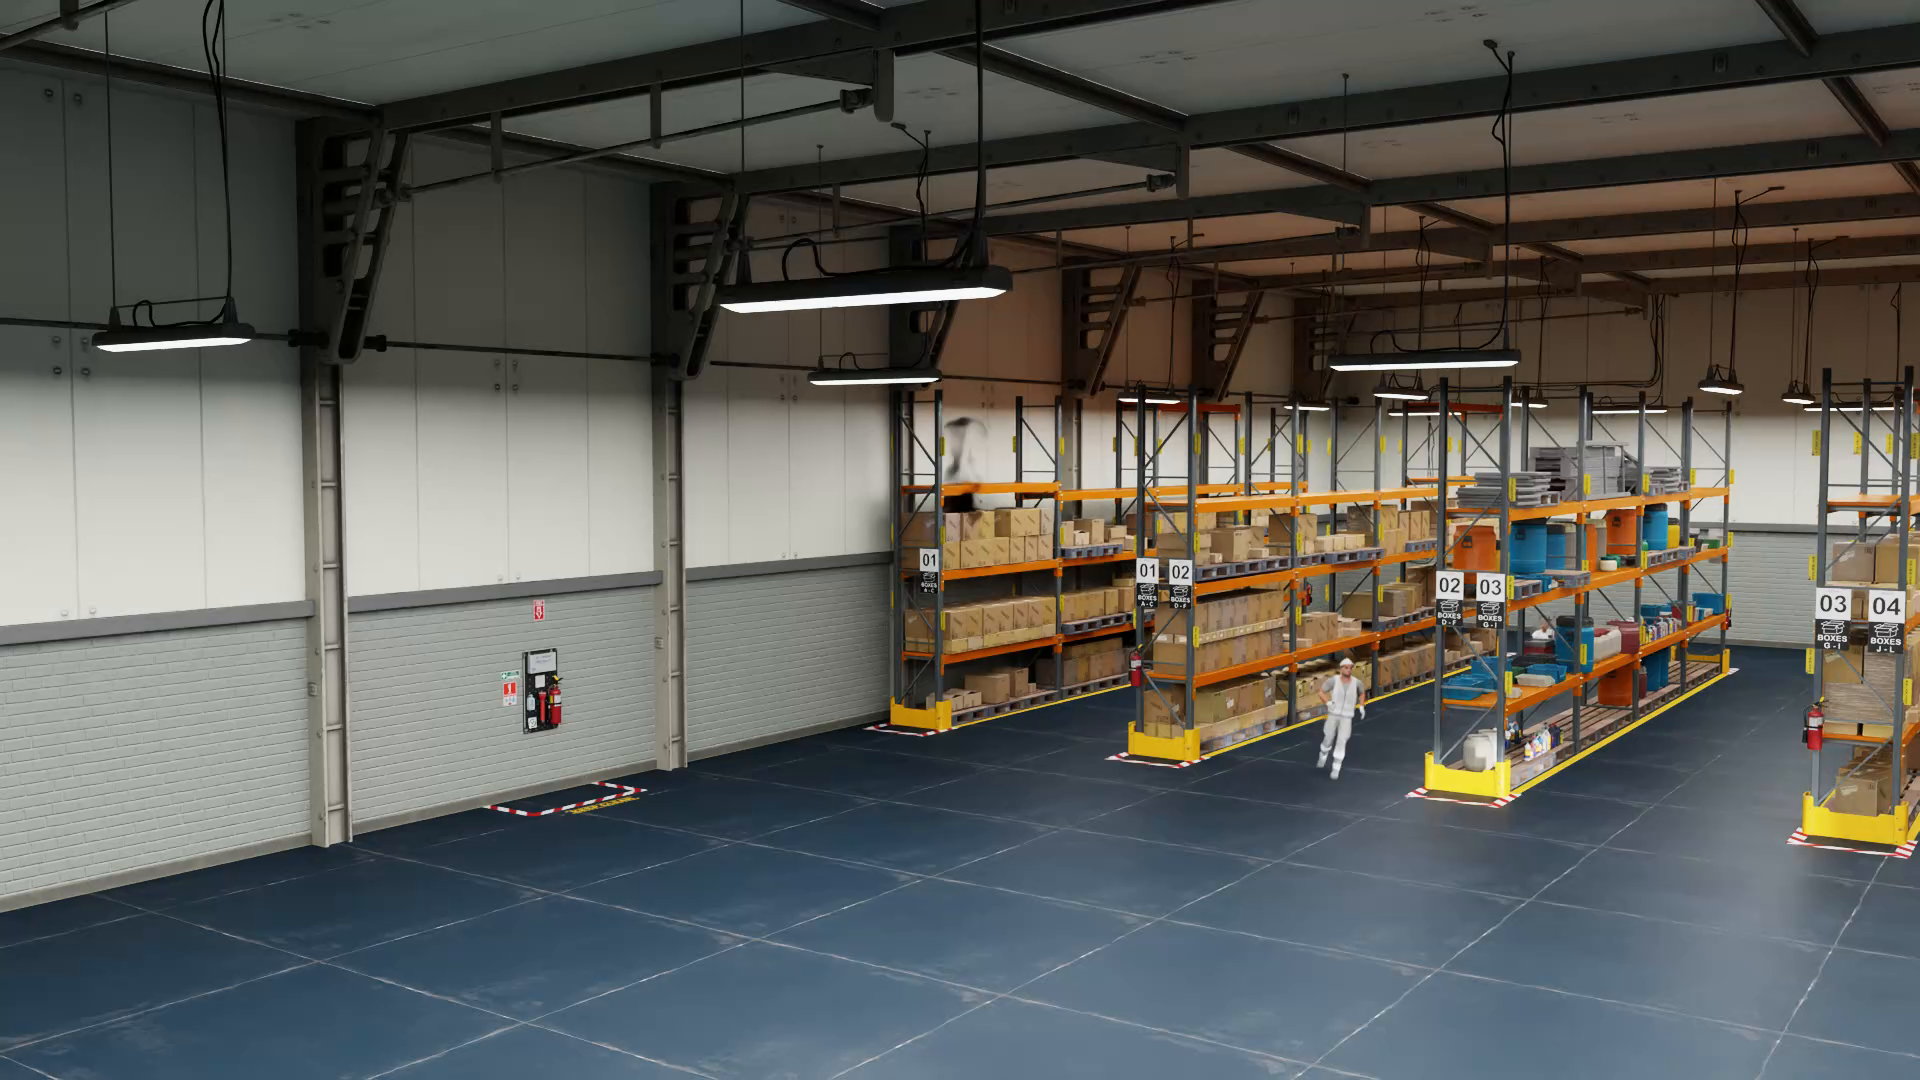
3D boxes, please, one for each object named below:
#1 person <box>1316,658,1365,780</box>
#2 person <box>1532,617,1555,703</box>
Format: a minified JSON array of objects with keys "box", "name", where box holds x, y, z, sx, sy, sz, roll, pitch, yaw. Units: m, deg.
[{"box":[5.790,2.681,25.240,0.725,1.772,0.966,1,3,10],"name":"person"},{"box":[11.525,2.328,32.743,0.605,1.672,0.840,2,4,30],"name":"person"}]
